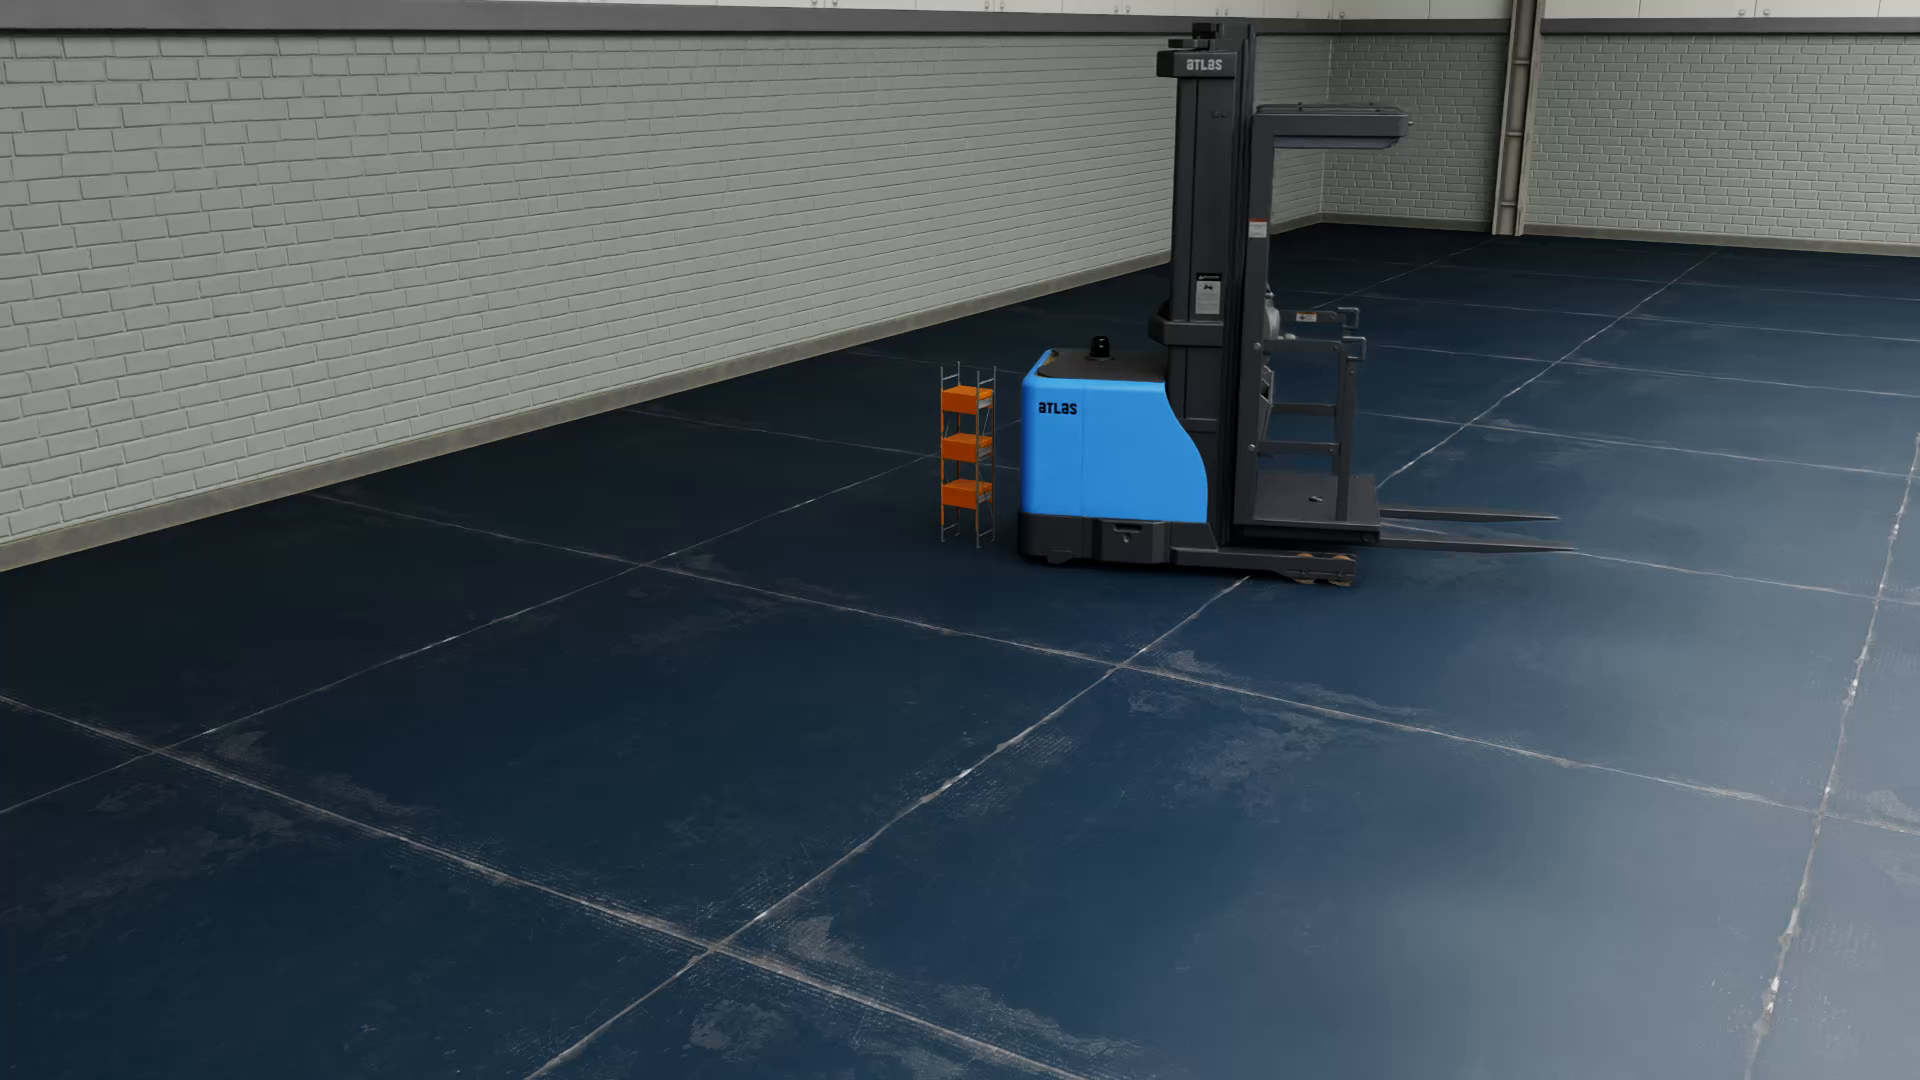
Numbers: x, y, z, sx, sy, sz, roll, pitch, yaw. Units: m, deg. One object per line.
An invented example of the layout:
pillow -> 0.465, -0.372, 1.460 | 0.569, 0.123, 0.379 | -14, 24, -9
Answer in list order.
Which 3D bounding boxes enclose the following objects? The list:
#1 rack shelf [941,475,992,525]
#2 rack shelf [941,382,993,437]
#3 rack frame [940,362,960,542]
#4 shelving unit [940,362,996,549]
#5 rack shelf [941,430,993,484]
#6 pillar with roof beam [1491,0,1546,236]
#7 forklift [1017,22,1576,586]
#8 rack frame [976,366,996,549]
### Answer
rack shelf -> 0.046, -0.218, 9.786 | 0.240, 0.259, 0.215 | 10, 20, 30
rack shelf -> 0.046, -0.756, 9.622 | 0.240, 0.259, 0.215 | 10, 20, 30
rack frame -> -0.058, -0.513, 9.763 | 0.008, 1.050, 0.200 | 10, 20, 30
shelving unit -> 0.046, -0.494, 9.702 | 0.252, 1.050, 0.215 | 10, 20, 30
rack shelf -> 0.046, -0.484, 9.705 | 0.240, 0.259, 0.215 | 10, 20, 30
pillar with roof beam -> 5.993, -7.848, 20.234 | 0.400, 9.000, 9.100 | 10, 20, 30
forklift -> 1.893, -1.319, 9.181 | 3.031, 2.935, 1.130 | 3, 17, 10
rack frame -> 0.150, -0.476, 9.641 | 0.008, 1.050, 0.200 | 10, 20, 30
